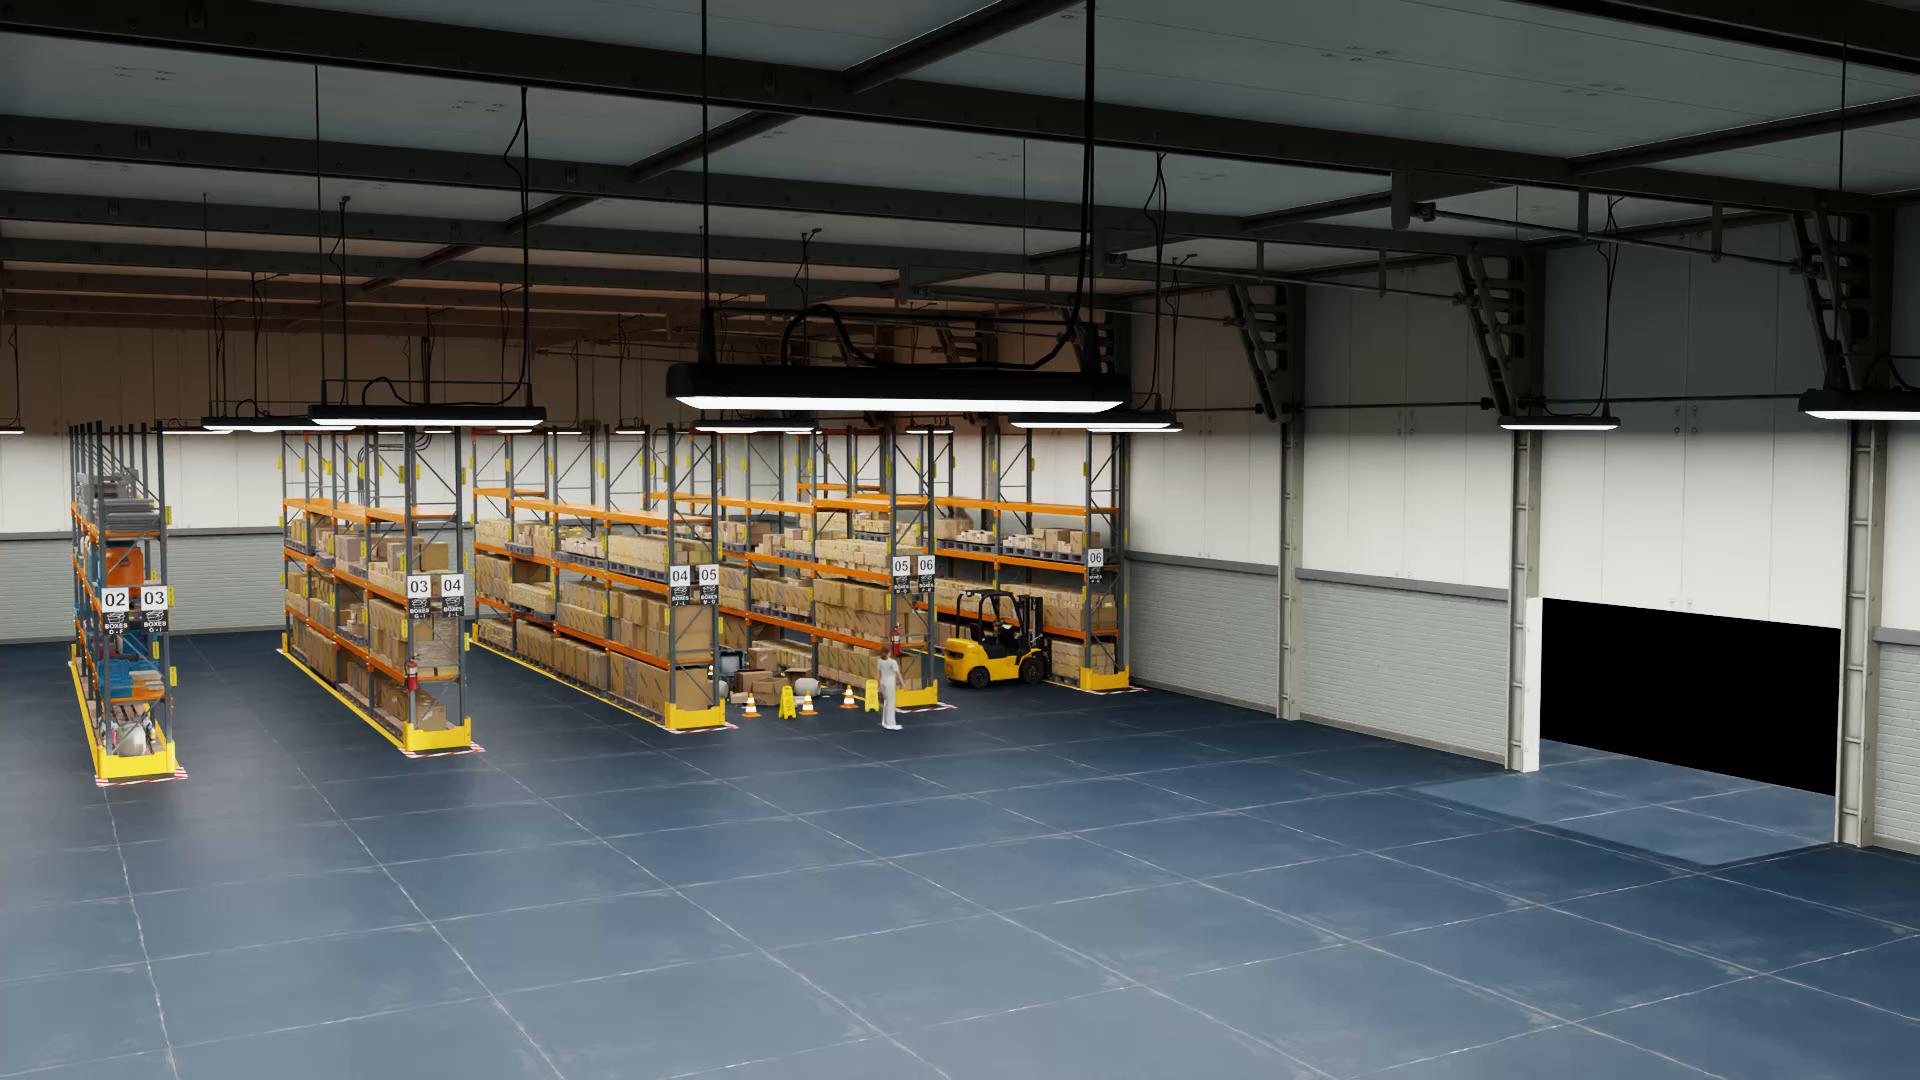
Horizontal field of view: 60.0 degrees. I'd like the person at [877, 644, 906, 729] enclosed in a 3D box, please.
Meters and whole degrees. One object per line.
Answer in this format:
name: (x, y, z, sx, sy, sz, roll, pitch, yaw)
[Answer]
person: (-1.361, 2.887, 32.612, 0.514, 1.719, 0.479, -2, 4, -34)
